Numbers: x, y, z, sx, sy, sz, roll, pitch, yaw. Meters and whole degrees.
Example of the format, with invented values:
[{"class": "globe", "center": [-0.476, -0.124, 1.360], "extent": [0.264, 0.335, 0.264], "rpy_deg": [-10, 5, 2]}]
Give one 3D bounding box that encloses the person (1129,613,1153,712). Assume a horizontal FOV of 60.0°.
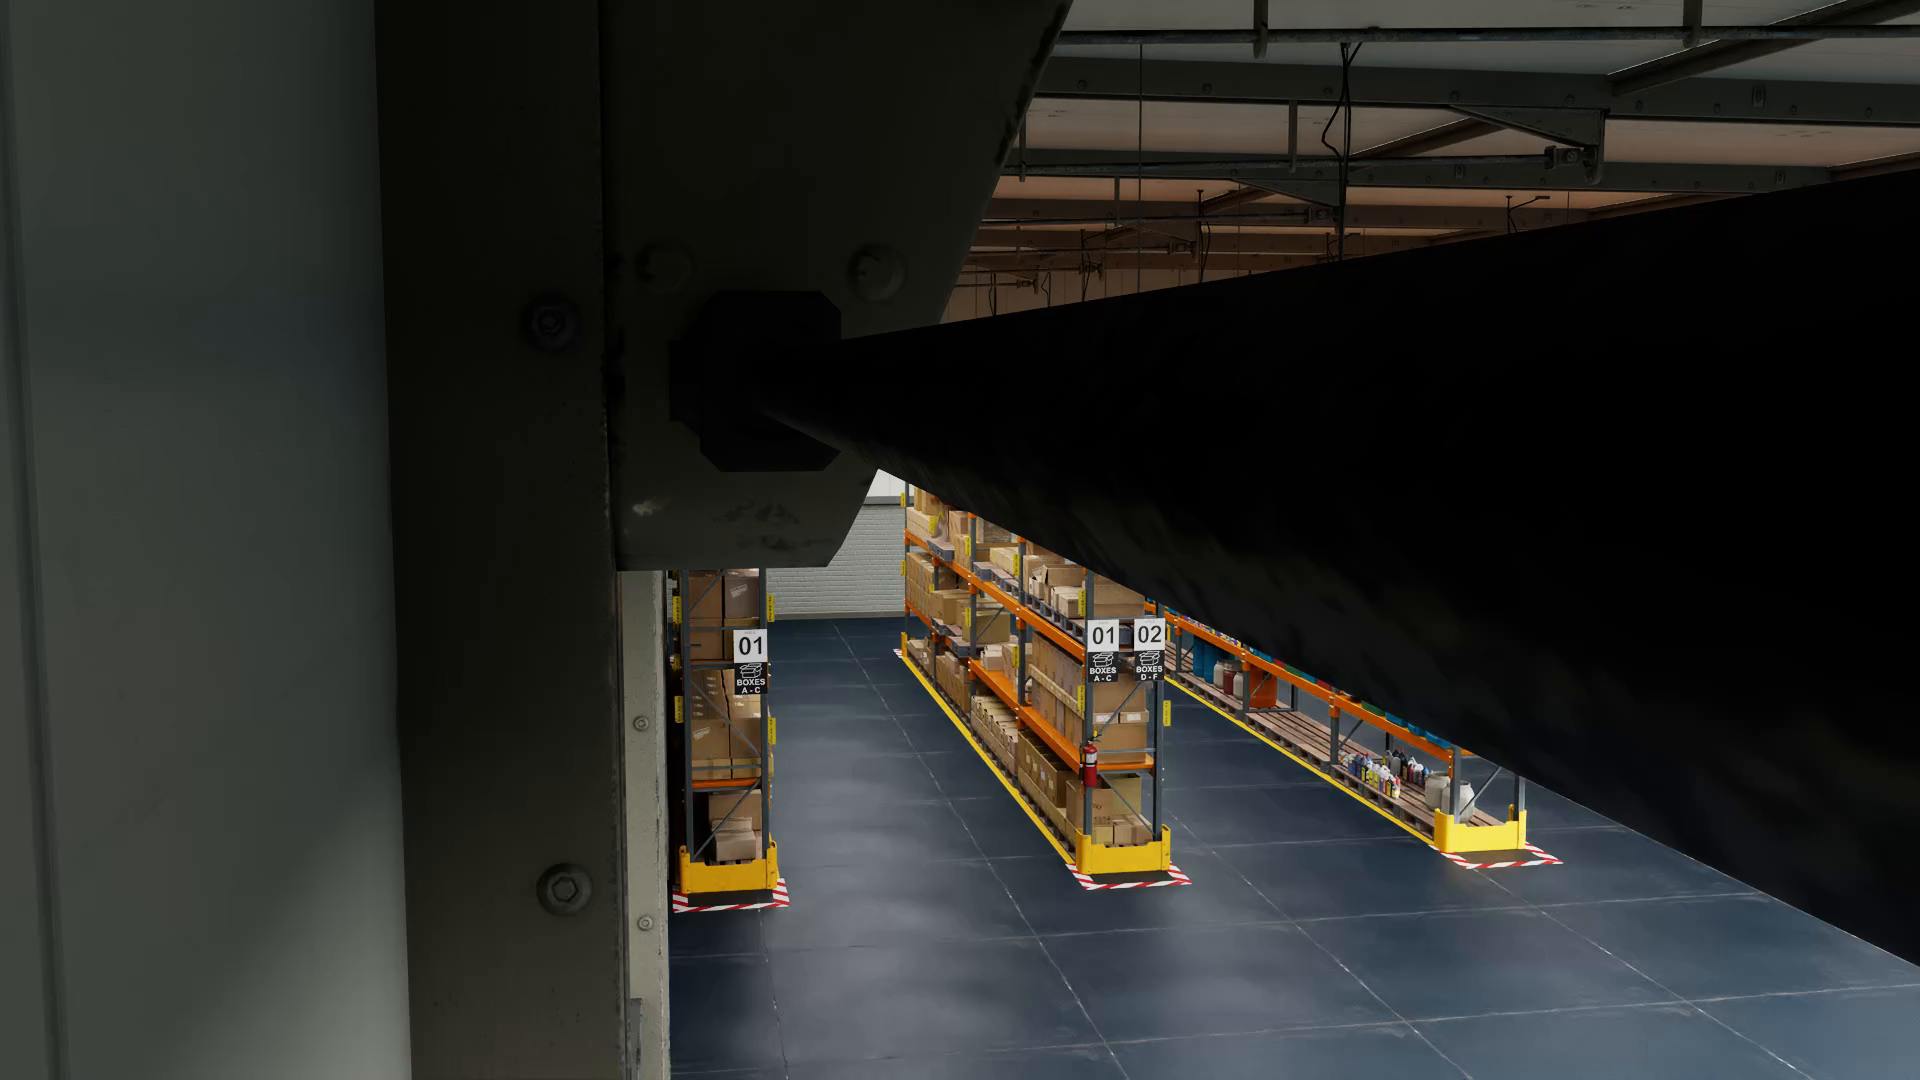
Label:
[{"class": "person", "center": [3.250, 2.192, 28.910], "extent": [0.640, 1.844, 0.676], "rpy_deg": [-2, 6, -22]}]
